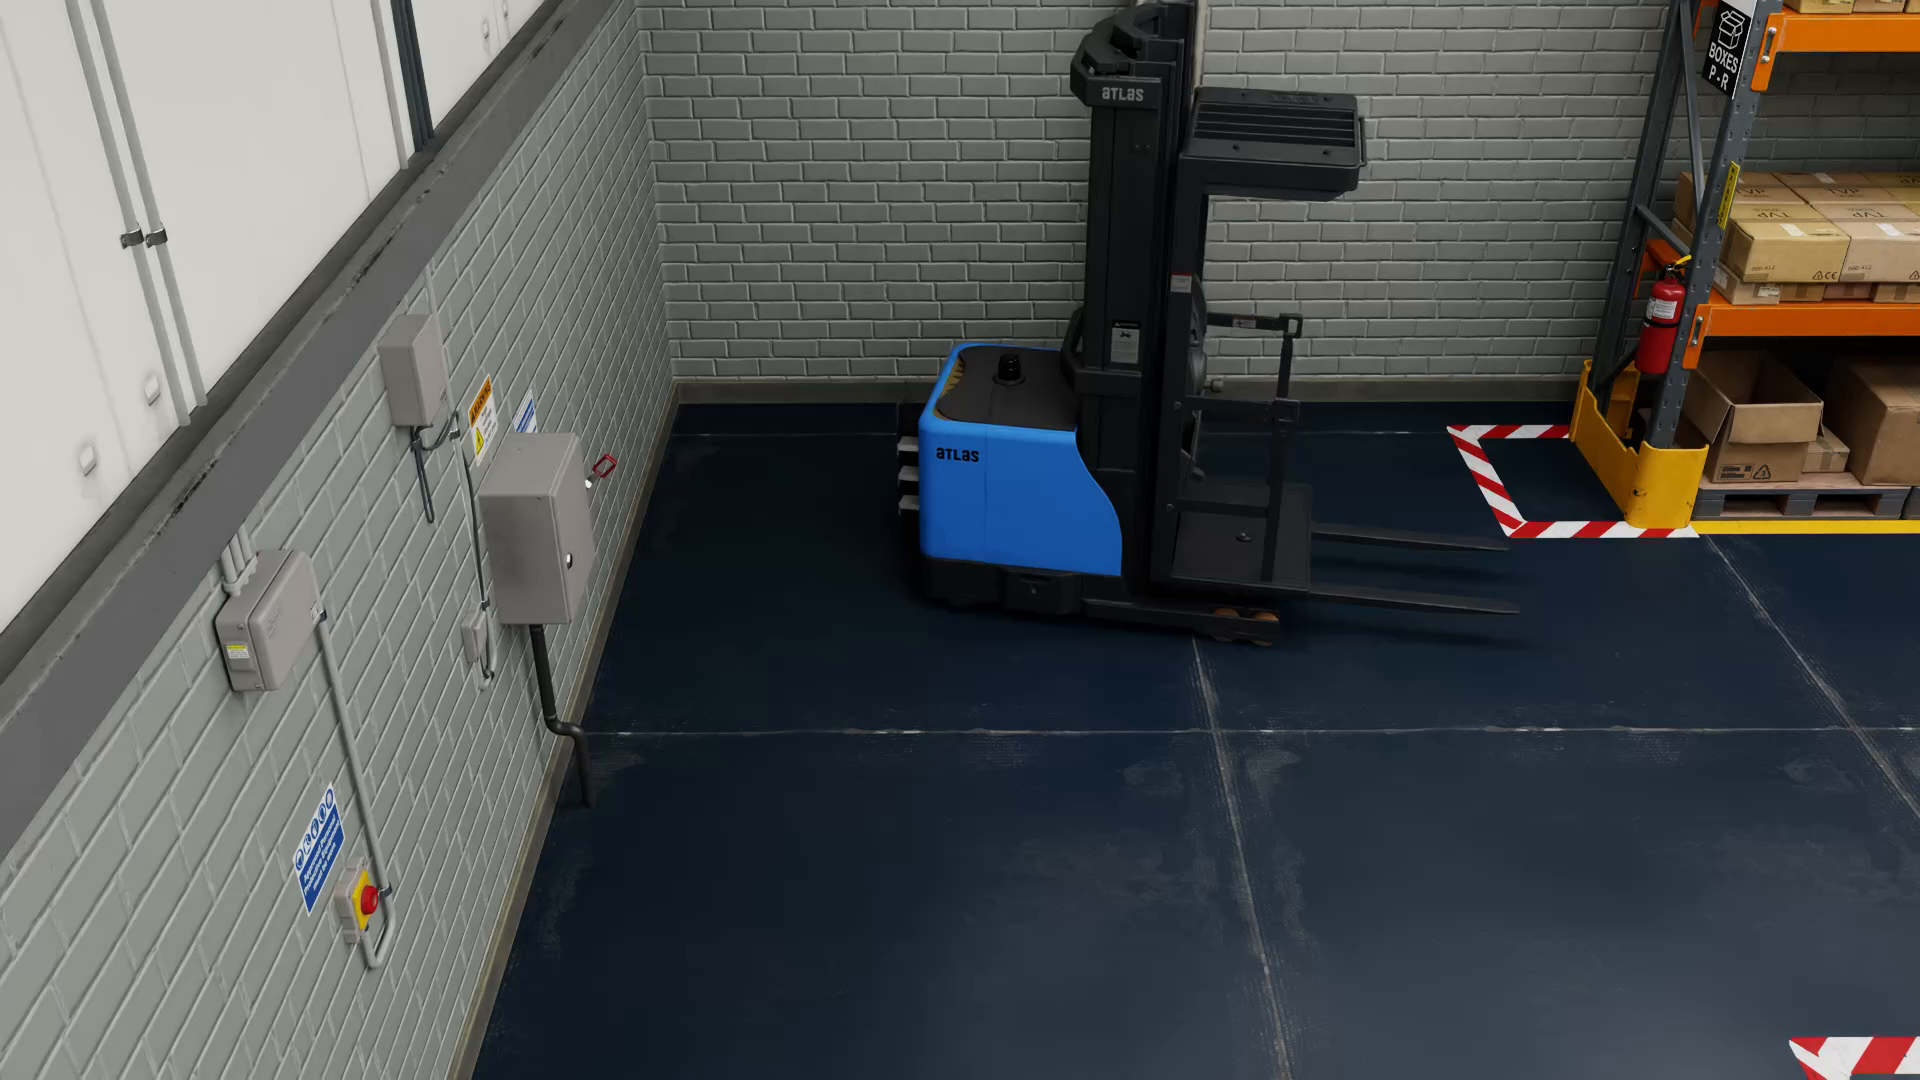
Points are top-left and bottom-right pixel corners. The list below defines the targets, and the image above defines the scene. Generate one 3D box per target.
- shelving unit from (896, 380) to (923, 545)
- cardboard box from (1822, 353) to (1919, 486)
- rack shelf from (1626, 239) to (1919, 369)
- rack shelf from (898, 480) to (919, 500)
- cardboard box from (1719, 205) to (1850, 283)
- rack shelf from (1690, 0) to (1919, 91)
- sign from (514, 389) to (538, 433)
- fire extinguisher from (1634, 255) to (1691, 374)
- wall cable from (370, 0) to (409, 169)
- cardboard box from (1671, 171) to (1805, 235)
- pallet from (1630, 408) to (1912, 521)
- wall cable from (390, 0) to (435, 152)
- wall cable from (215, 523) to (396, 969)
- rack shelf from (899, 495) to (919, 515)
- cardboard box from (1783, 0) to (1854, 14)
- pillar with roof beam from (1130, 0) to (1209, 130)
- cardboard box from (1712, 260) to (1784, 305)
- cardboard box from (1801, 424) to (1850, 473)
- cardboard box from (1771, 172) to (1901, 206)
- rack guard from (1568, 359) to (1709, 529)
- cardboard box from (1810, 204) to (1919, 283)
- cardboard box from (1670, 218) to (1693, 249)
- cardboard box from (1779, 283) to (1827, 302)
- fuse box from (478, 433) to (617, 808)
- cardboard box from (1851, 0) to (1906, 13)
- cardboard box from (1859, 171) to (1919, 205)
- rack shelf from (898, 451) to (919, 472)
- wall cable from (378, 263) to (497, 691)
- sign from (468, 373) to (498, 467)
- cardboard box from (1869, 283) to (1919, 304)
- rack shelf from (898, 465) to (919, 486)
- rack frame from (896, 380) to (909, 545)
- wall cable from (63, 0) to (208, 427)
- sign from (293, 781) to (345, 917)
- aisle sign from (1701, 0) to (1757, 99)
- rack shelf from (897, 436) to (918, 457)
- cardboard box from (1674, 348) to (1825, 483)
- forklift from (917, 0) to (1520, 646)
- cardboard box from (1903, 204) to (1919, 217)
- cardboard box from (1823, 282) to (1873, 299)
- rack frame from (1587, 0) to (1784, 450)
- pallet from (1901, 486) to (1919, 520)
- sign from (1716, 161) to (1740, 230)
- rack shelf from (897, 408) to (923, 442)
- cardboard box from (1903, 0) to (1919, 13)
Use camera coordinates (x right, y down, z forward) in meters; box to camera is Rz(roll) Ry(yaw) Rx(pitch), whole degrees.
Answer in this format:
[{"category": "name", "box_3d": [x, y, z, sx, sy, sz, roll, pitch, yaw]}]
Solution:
[{"category": "shelving unit", "box_3d": [-0.212, -0.407, 9.053, 0.210, 0.900, 0.258, 6, 32, 9]}, {"category": "cardboard box", "box_3d": [5.335, -0.695, 9.508, 0.500, 0.500, 0.700, 1, 31, 2]}, {"category": "rack shelf", "box_3d": [5.868, -1.347, 9.272, 4.000, 0.370, 1.077, 0, 31, 0]}, {"category": "rack shelf", "box_3d": [-0.212, -0.301, 9.117, 0.200, 0.077, 0.258, 6, 32, 9]}, {"category": "cardboard box", "box_3d": [4.323, -1.573, 8.809, 0.500, 0.250, 0.500, 0, 31, 0]}, {"category": "rack shelf", "box_3d": [5.868, -2.630, 8.494, 4.000, 0.370, 1.077, 0, 31, 0]}, {"category": "sign", "box_3d": [-1.814, -0.349, 7.025, 0.001, 0.494, 0.329, 0, 31, 0]}, {"category": "fire extinguisher", "box_3d": [3.723, -1.216, 8.796, 0.183, 0.674, 0.296, 0, 31, 0]}, {"category": "wall cable", "box_3d": [-1.787, -1.865, 3.648, 0.029, 3.000, 2.355, 0, 31, 0]}, {"category": "cardboard box", "box_3d": [4.326, -1.851, 9.266, 0.500, 0.250, 0.500, 1, 31, 1]}, {"category": "pallet", "box_3d": [4.741, -0.459, 9.804, 1.213, 0.211, 1.003, 0, 31, 0]}, {"category": "wall cable", "box_3d": [-1.766, -3.326, 6.021, 0.133, 3.039, 2.988, 0, 31, 0]}, {"category": "wall cable", "box_3d": [-1.737, 0.508, 4.511, 0.123, 1.953, 0.585, 0, 31, 0]}, {"category": "rack shelf", "box_3d": [-0.212, -0.224, 9.163, 0.200, 0.077, 0.258, 6, 32, 9]}, {"category": "cardboard box", "box_3d": [4.188, -2.704, 8.165, 0.250, 0.149, 0.380, 0, 31, 1]}, {"category": "pillar with roof beam", "box_3d": [1.192, -2.439, 4.595, 0.400, 9.000, 9.100, 0, 31, 0]}, {"category": "cardboard box", "box_3d": [4.198, -1.400, 8.908, 0.250, 0.149, 0.380, 0, 31, -1]}, {"category": "cardboard box", "box_3d": [4.905, -0.543, 9.597, 0.250, 0.149, 0.380, -1, 31, -2]}, {"category": "cardboard box", "box_3d": [4.842, -1.852, 9.268, 0.500, 0.250, 0.500, 0, 31, 0]}, {"category": "rack guard", "box_3d": [3.944, -0.580, 9.724, 0.348, 0.500, 1.175, 0, 31, 0]}, {"category": "cardboard box", "box_3d": [4.827, -1.575, 8.812, 0.500, 0.250, 0.500, 0, 31, 0]}, {"category": "cardboard box", "box_3d": [4.198, -1.681, 9.372, 0.250, 0.149, 0.380, -1, 31, -1]}, {"category": "cardboard box", "box_3d": [4.452, -1.425, 8.949, 0.250, 0.149, 0.380, 1, 31, 1]}, {"category": "fuse box", "box_3d": [-1.604, 0.417, 6.914, 0.414, 1.711, 0.539, 0, 31, 0]}, {"category": "cardboard box", "box_3d": [4.450, -2.718, 8.189, 0.250, 0.149, 0.380, 0, 31, 1]}, {"category": "cardboard box", "box_3d": [5.337, -1.851, 9.267, 0.500, 0.250, 0.500, 1, 31, 1]}, {"category": "rack shelf", "box_3d": [-0.212, -0.455, 9.023, 0.200, 0.077, 0.258, 6, 32, 9]}, {"category": "wall cable", "box_3d": [-1.757, -0.214, 5.732, 0.122, 1.984, 0.588, 0, 31, 0]}, {"category": "sign", "box_3d": [-1.811, -0.458, 6.317, 0.001, 0.242, 0.339, 0, 31, 0]}, {"category": "cardboard box", "box_3d": [4.968, -1.413, 8.929, 0.250, 0.149, 0.380, 1, 31, 1]}, {"category": "rack shelf", "box_3d": [-0.212, -0.378, 9.070, 0.200, 0.077, 0.258, 6, 32, 9]}, {"category": "rack frame", "box_3d": [-0.312, -0.417, 9.069, 0.006, 0.900, 0.240, 6, 32, 9]}, {"category": "wall cable", "box_3d": [-1.785, -1.475, 3.005, 0.029, 3.000, 0.463, 0, 31, 0]}, {"category": "sign", "box_3d": [-1.798, 0.866, 4.671, 0.001, 0.218, 0.327, 0, 31, 0]}, {"category": "aisle sign", "box_3d": [3.801, -2.607, 8.150, 0.004, 0.787, 0.394, 0, 31, 0]}, {"category": "rack shelf", "box_3d": [-0.212, -0.532, 8.977, 0.200, 0.077, 0.258, 6, 32, 9]}, {"category": "cardboard box", "box_3d": [4.480, -0.714, 9.536, 0.637, 0.503, 0.797, -1, 31, -2]}, {"category": "forklift", "box_3d": [1.347, -1.021, 8.108, 3.031, 2.935, 1.130, 6, 32, 9]}, {"category": "cardboard box", "box_3d": [5.334, -1.578, 8.817, 0.500, 0.250, 0.500, -1, 31, -1]}, {"category": "cardboard box", "box_3d": [4.715, -1.444, 8.980, 0.250, 0.149, 0.380, -1, 31, -1]}, {"category": "rack frame", "box_3d": [3.868, -1.649, 9.075, 0.127, 3.000, 1.000, 0, 31, 0]}, {"category": "pallet", "box_3d": [5.958, -0.462, 9.808, 1.213, 0.211, 1.003, 0, 31, 0]}, {"category": "sign", "box_3d": [3.871, -1.737, 8.387, 0.005, 0.325, 0.100, 0, 31, 0]}, {"category": "rack shelf", "box_3d": [-0.212, -0.609, 8.930, 0.200, 0.077, 0.258, 6, 32, 9]}, {"category": "cardboard box", "box_3d": [4.707, -2.710, 8.176, 0.250, 0.149, 0.380, 0, 31, 0]}]
